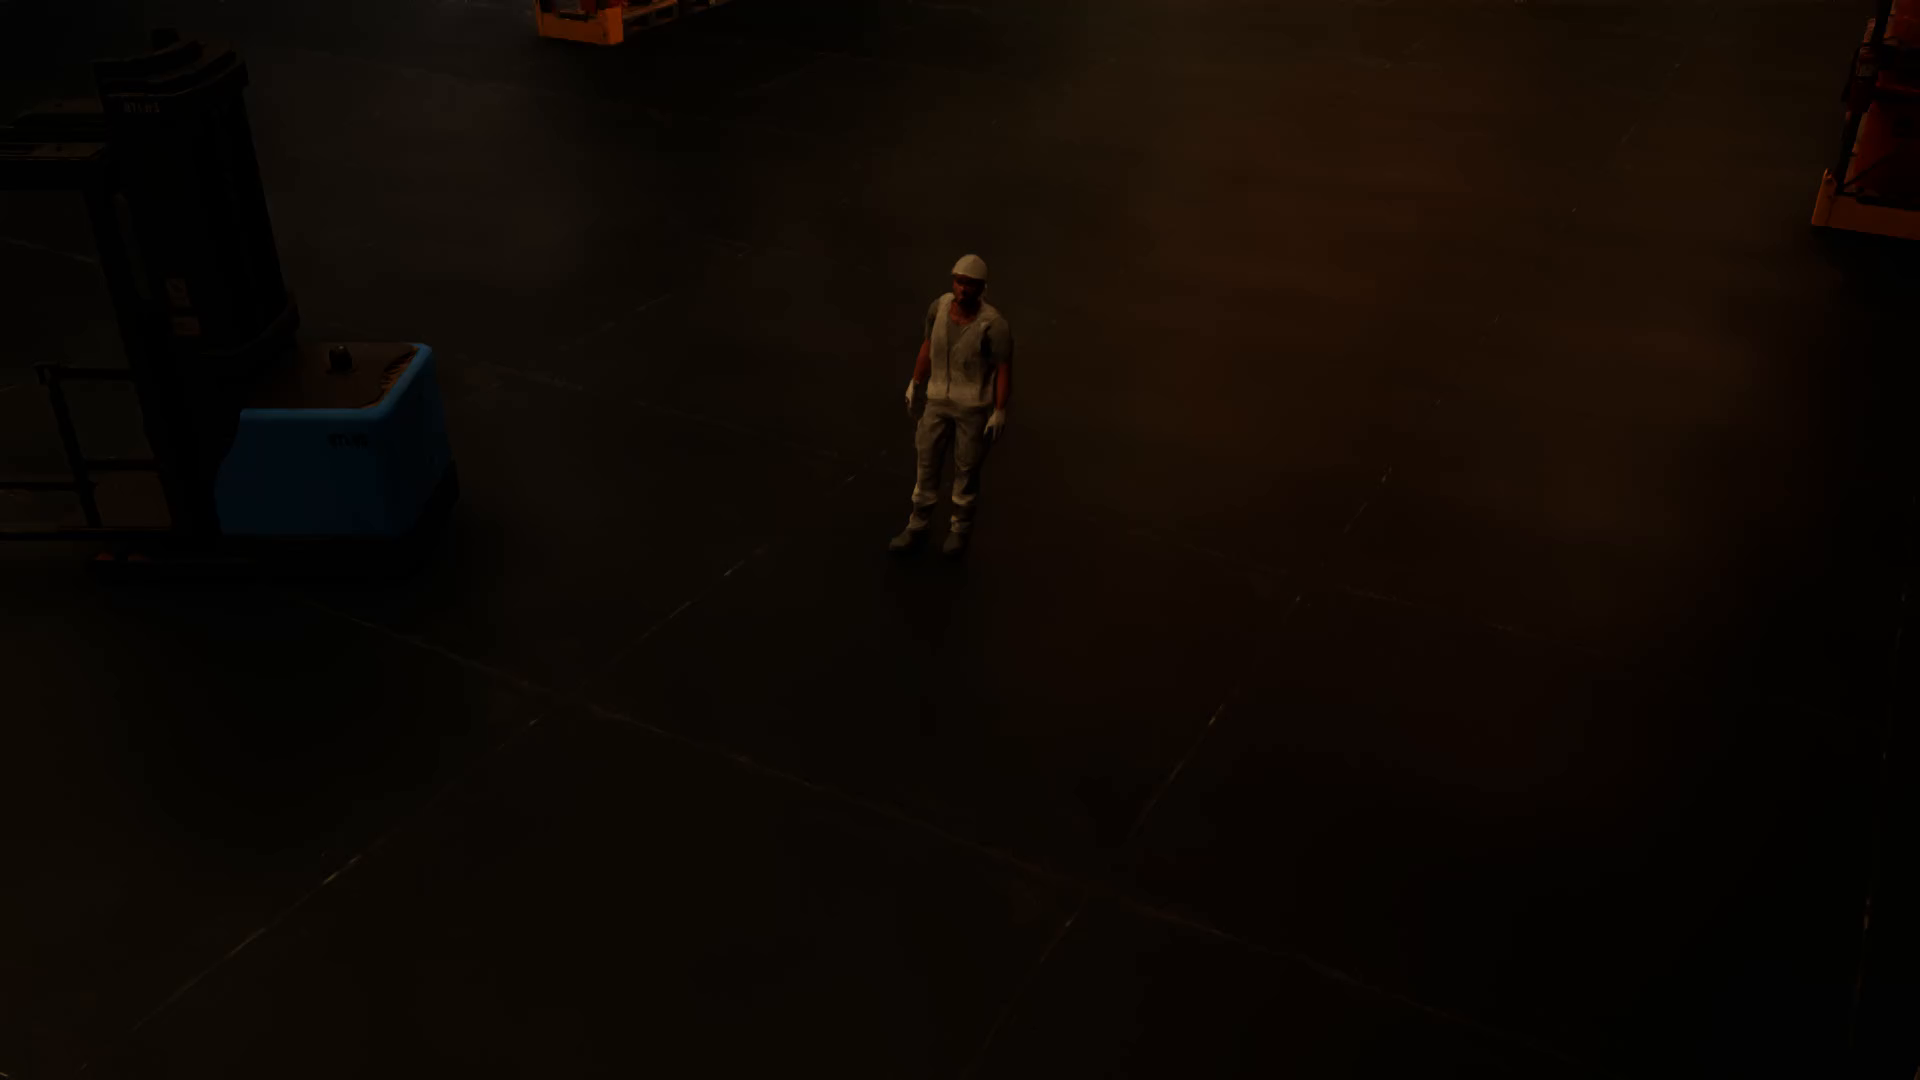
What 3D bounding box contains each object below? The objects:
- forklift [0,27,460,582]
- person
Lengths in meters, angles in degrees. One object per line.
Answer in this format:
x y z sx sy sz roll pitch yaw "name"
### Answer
-4.636 -1.290 9.306 3.031 2.935 1.130 0 30 0 "forklift"
-0.049 -0.748 9.496 0.637 1.787 0.563 15 33 25 "person"
